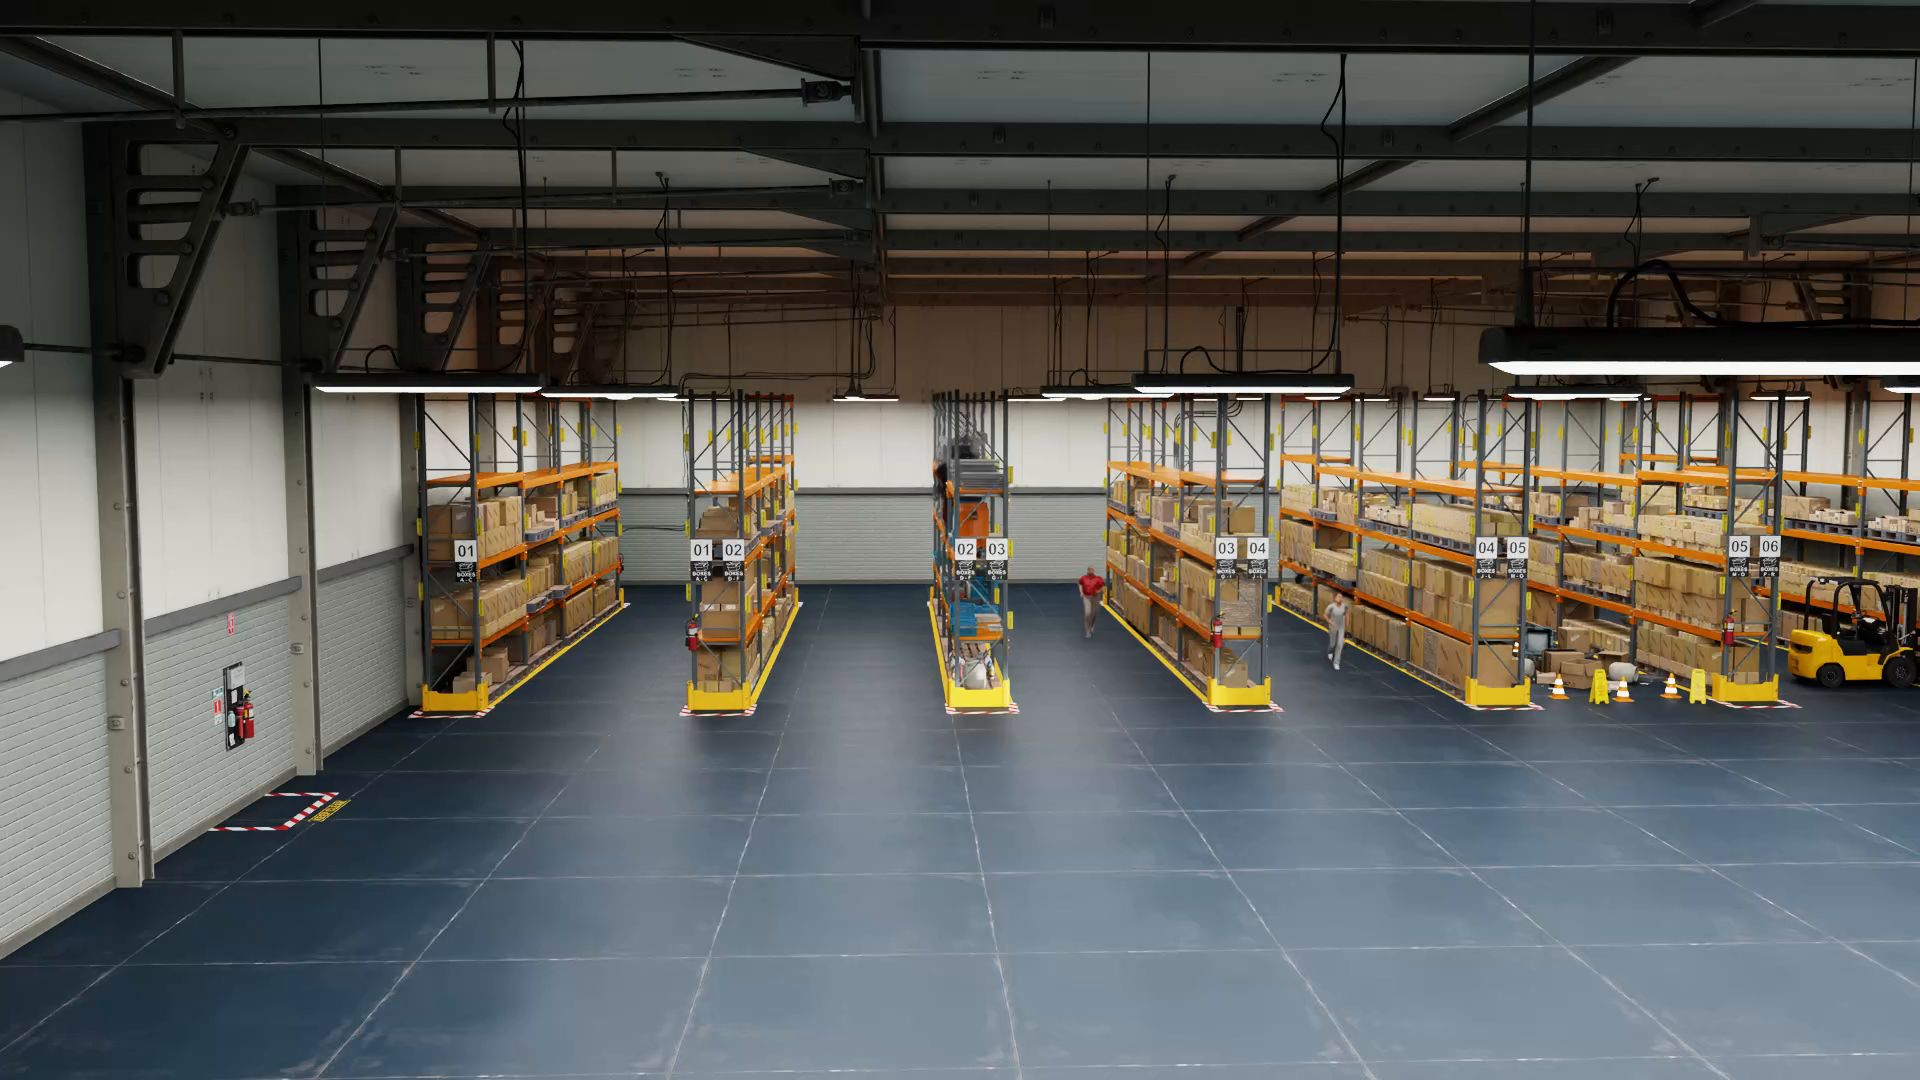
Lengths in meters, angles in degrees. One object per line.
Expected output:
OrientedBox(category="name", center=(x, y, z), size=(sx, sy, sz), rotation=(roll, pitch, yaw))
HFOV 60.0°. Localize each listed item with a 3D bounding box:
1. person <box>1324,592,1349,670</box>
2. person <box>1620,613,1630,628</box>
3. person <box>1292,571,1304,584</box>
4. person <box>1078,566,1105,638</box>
OrientedBox(category="person", center=(8.217, 1.947, 36.278), size=(0.588, 1.660, 0.928), rotation=(0, 5, -2))
OrientedBox(category="person", center=(16.458, 1.530, 40.906), size=(0.662, 1.759, 0.805), rotation=(0, 5, -5))
OrientedBox(category="person", center=(10.061, 0.980, 48.816), size=(0.609, 1.568, 0.587), rotation=(2, 5, 27))
OrientedBox(category="person", center=(3.263, 1.515, 41.133), size=(0.653, 1.783, 0.832), rotation=(0, 5, 0))
